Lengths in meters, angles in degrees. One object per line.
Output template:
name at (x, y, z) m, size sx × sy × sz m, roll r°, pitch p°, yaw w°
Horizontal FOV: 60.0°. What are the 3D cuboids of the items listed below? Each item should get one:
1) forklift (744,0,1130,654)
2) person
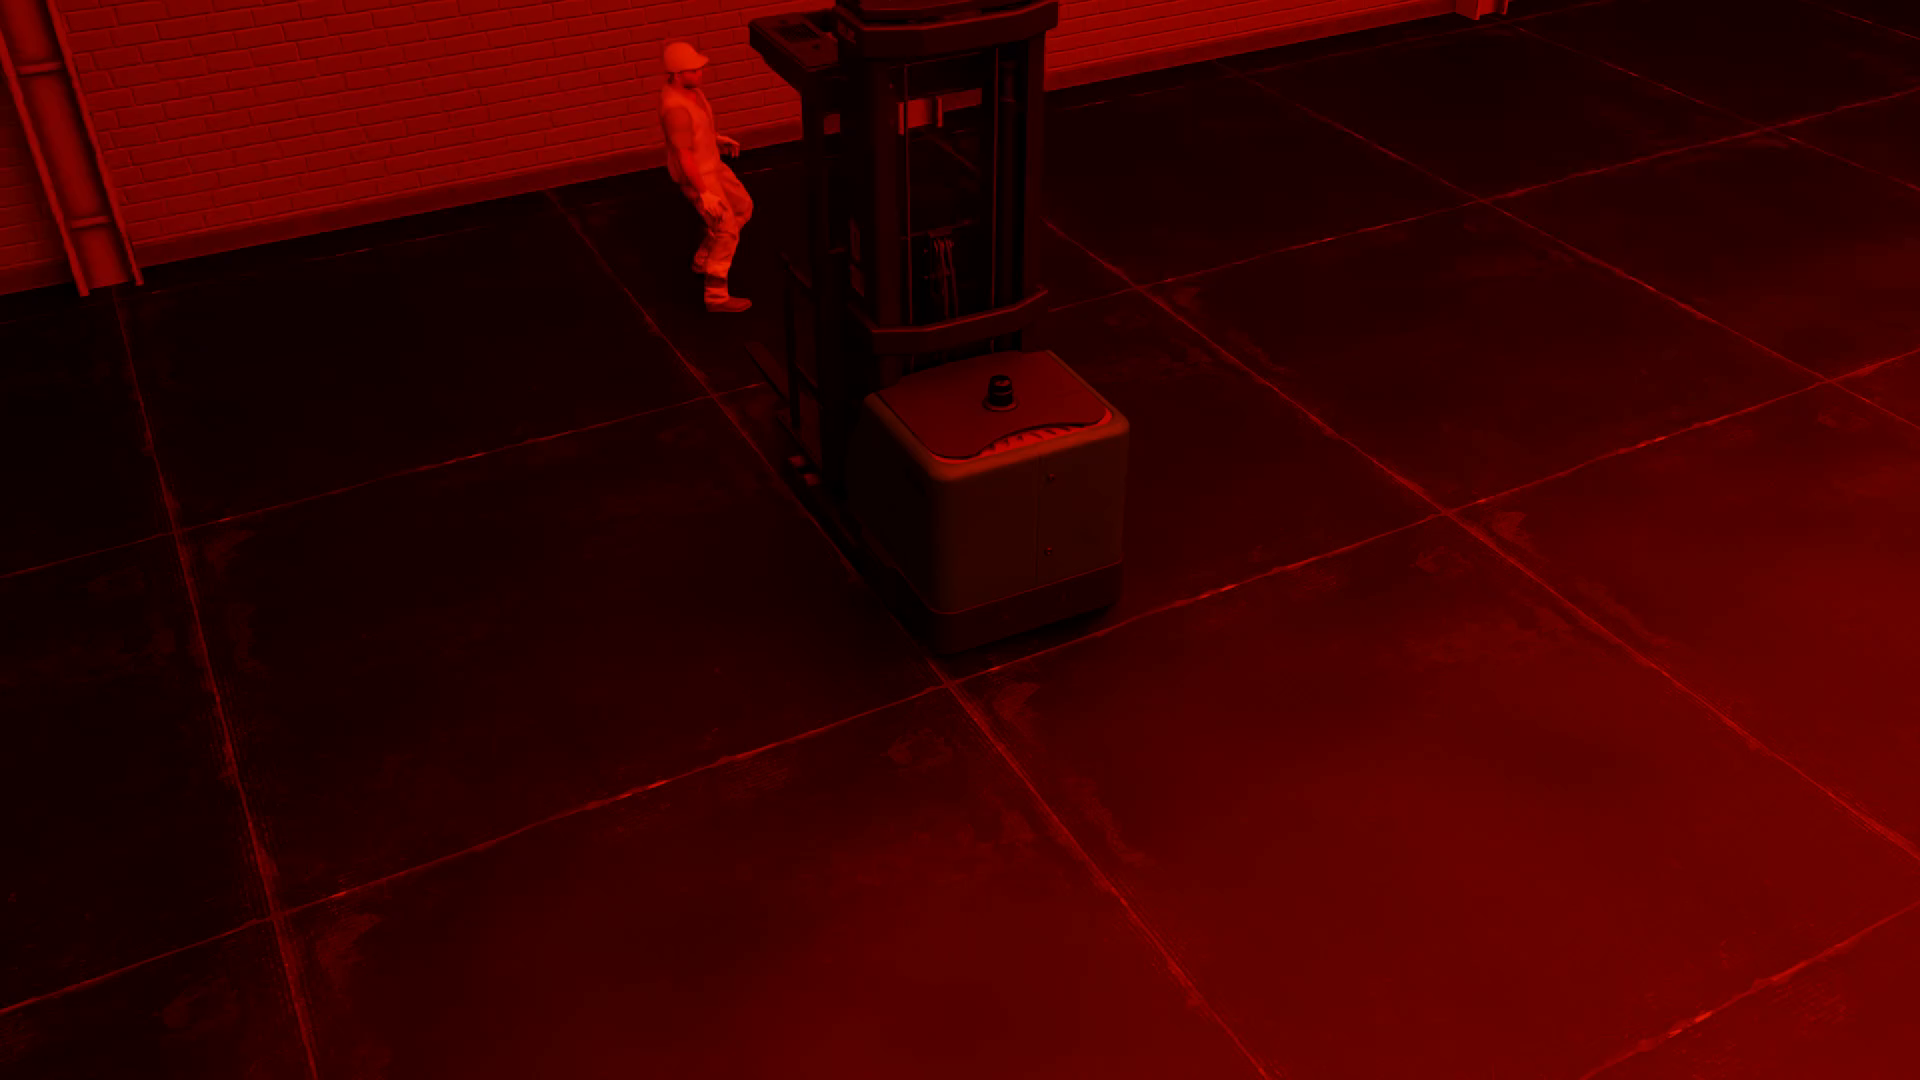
forklift at (-0.316, -1.499, 8.243) m, size 1.130 × 2.935 × 3.031 m, roll -16°, pitch 38°, yaw -21°
person at (-1.593, -2.306, 10.473) m, size 0.524 × 1.688 × 0.859 m, roll 2°, pitch 35°, yaw 3°
